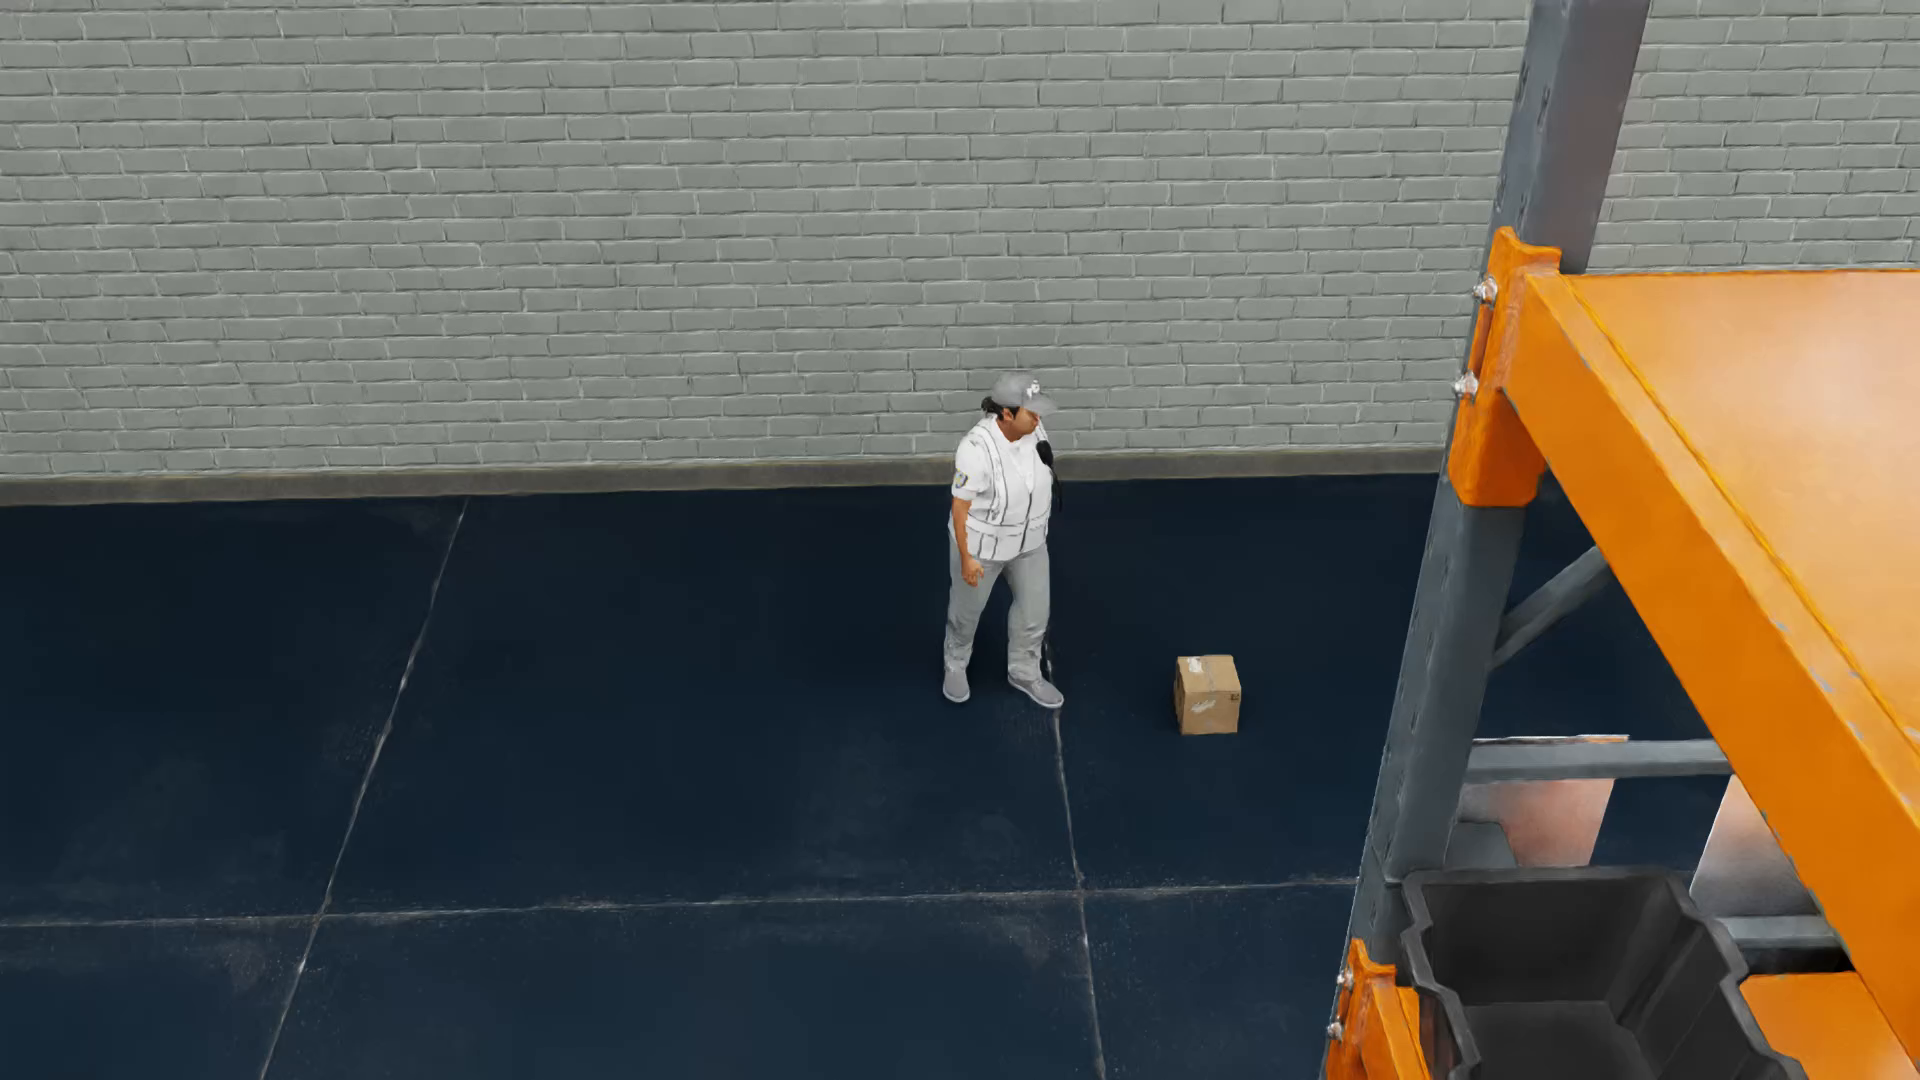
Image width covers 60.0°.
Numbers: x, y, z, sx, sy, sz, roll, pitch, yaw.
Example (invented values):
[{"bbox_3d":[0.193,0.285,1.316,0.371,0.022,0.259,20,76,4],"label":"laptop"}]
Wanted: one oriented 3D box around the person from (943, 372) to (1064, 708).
[{"bbox_3d":[0.179,0.009,7.176,0.505,1.666,0.523,-21,41,-27],"label":"person"}]
